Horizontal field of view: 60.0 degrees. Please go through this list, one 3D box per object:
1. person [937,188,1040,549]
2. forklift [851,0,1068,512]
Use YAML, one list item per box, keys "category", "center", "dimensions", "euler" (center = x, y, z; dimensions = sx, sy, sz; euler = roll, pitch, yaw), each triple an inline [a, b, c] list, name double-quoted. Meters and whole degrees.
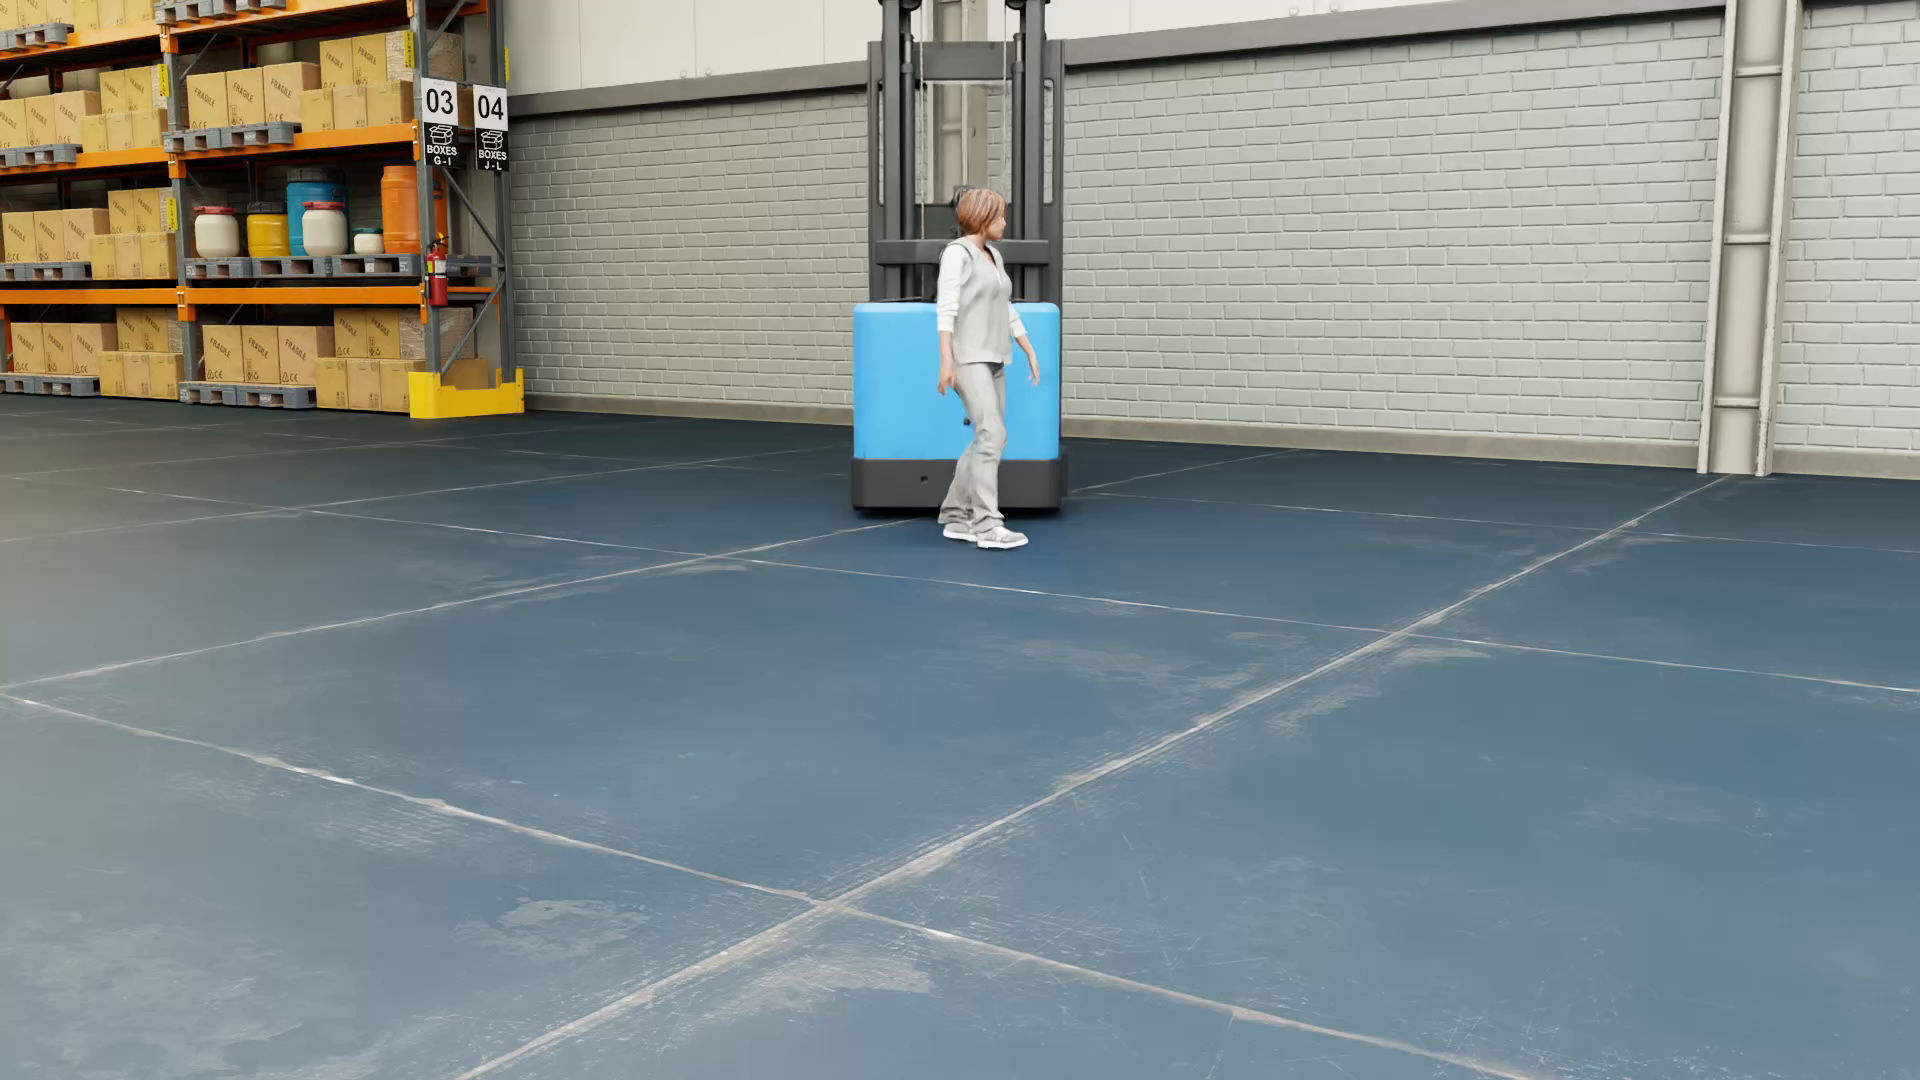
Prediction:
- category: "person"
  center: [0.141, -0.766, 7.405]
  dimensions: [0.543, 1.578, 0.552]
  euler: [4, 9, 26]
- category: "forklift"
  center: [0.044, -1.753, 9.518]
  dimensions: [1.130, 2.935, 3.031]
  euler: [0, 8, 3]
